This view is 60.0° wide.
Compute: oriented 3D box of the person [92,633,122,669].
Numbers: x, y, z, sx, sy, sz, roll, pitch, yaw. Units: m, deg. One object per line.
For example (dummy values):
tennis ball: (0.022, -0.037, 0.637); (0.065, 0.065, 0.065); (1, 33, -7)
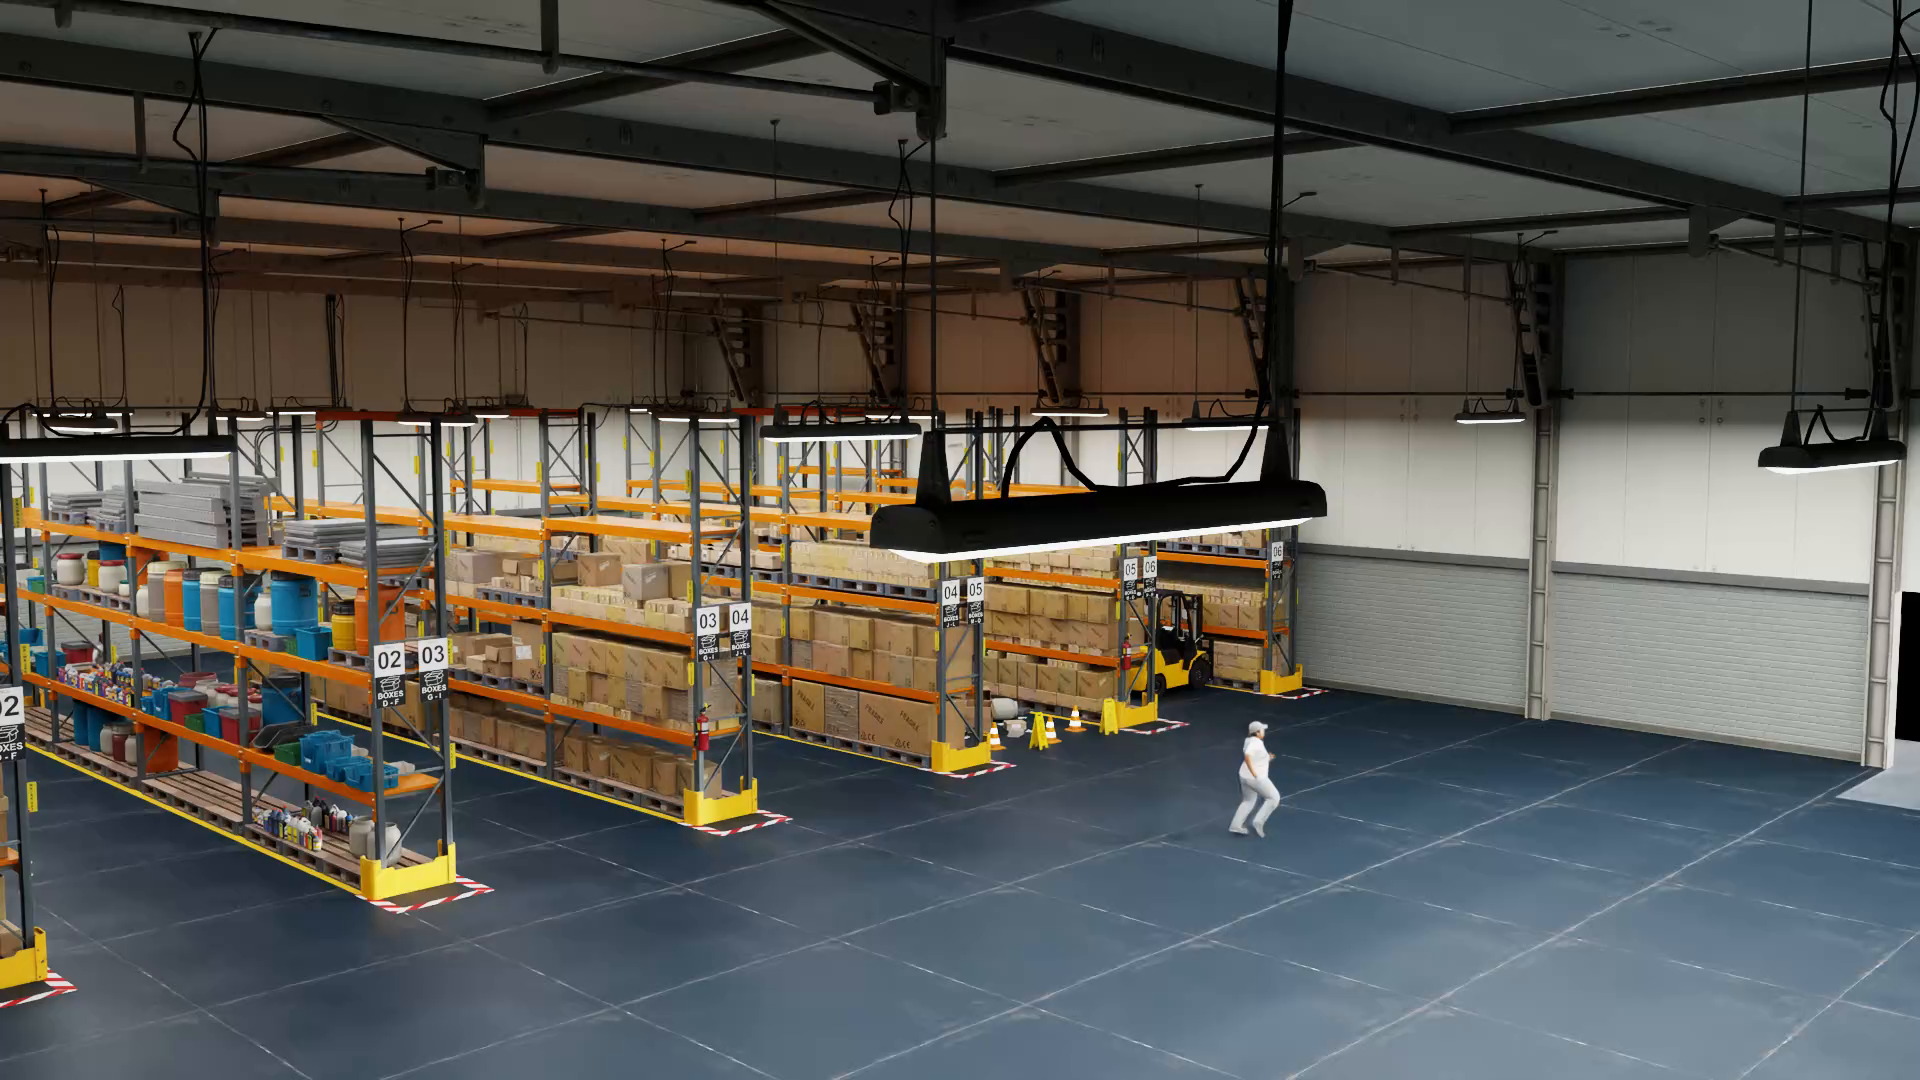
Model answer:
person: (-17.051, 2.616, 33.345); (0.518, 1.538, 0.585); (1, 5, 15)

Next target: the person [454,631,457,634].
person: (-10.451, 2.445, 33.843); (0.890, 1.796, 0.640); (5, 7, 42)

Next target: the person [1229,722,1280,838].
person: (4.185, 3.413, 23.734); (0.701, 1.656, 0.591); (-1, 5, -13)
